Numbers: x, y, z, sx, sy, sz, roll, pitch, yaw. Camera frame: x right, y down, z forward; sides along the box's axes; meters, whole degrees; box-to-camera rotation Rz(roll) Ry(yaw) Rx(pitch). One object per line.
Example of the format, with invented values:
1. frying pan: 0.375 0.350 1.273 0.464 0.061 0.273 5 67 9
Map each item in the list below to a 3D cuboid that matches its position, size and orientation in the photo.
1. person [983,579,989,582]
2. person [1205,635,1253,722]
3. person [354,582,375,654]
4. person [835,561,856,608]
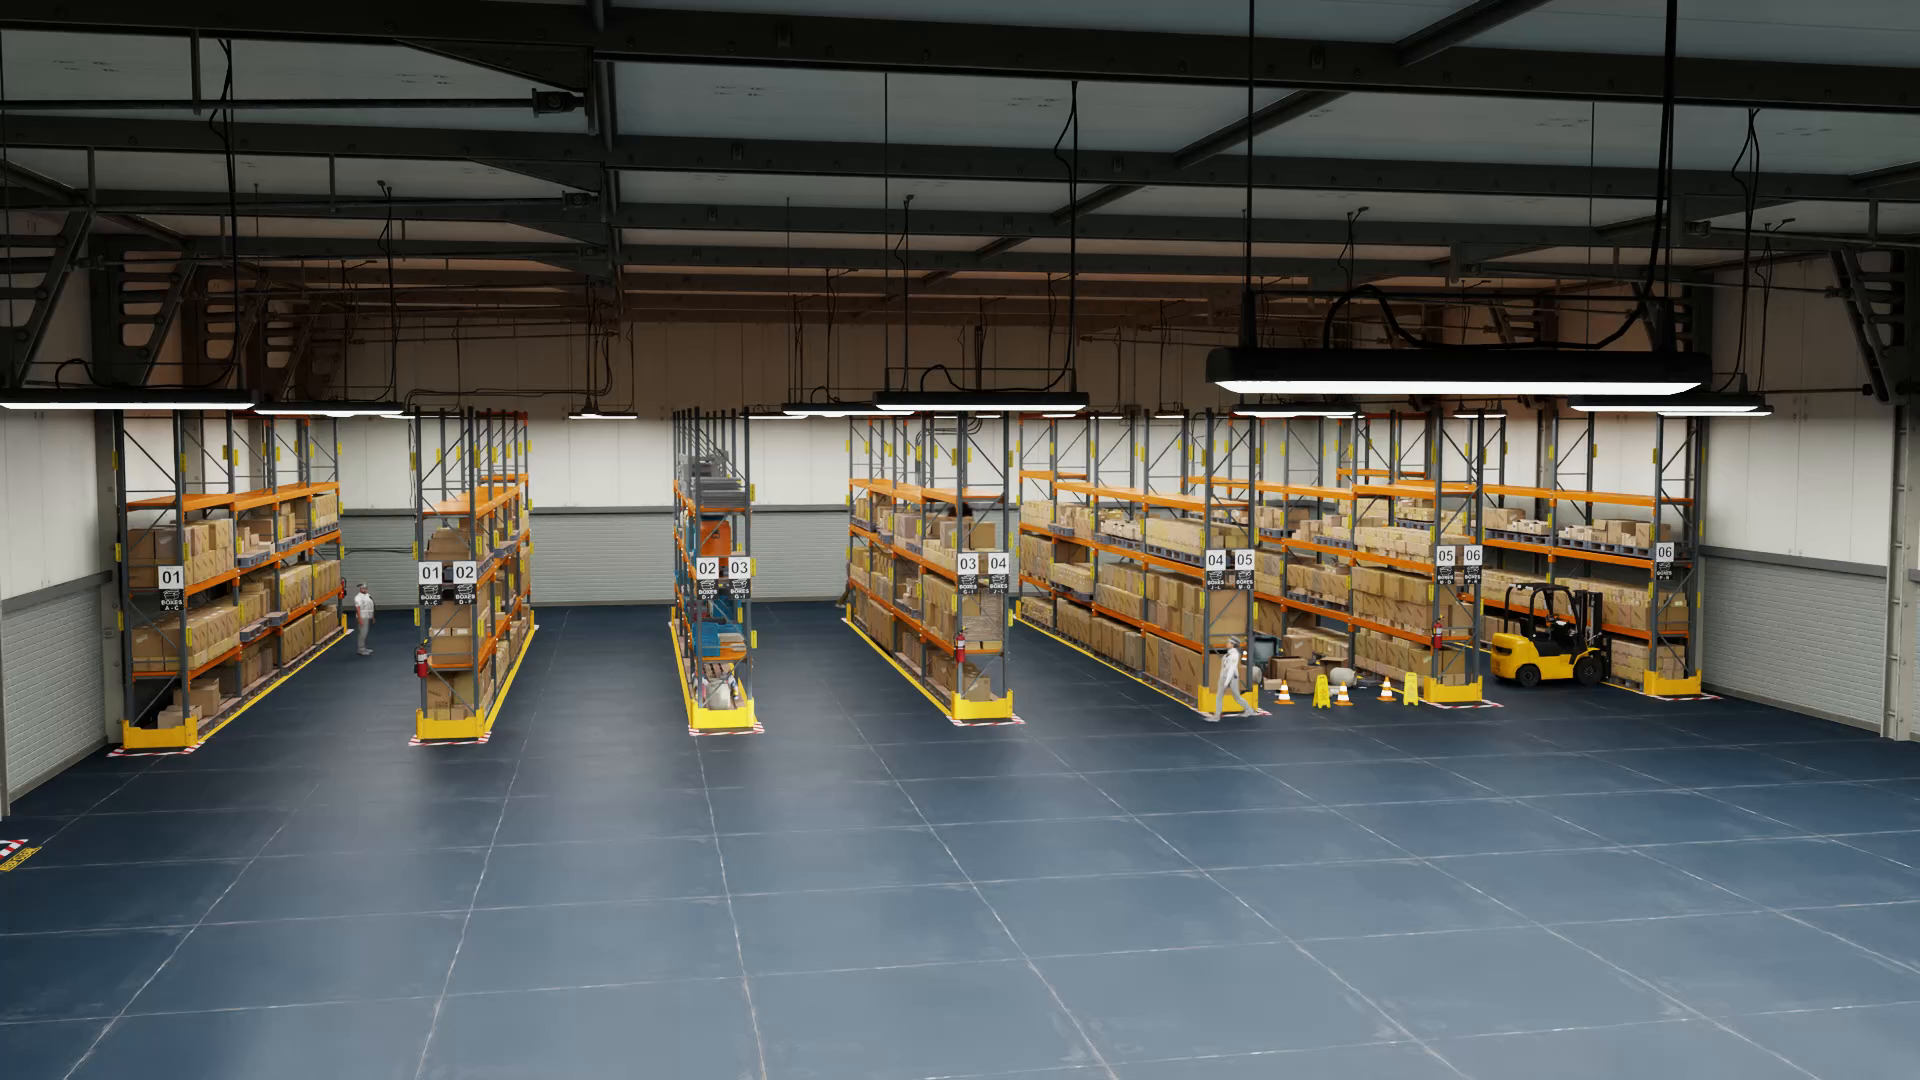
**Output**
1. person: 0.758 1.369 48.807 0.626 1.698 1.086 2 4 22
2. person: 5.172 2.635 31.737 0.957 1.654 0.444 -3 5 -34
3. person: -14.697 1.941 41.107 0.440 1.800 0.562 0 4 -6
4. person: -3.225 1.243 50.769 1.161 1.725 0.696 1 4 8
